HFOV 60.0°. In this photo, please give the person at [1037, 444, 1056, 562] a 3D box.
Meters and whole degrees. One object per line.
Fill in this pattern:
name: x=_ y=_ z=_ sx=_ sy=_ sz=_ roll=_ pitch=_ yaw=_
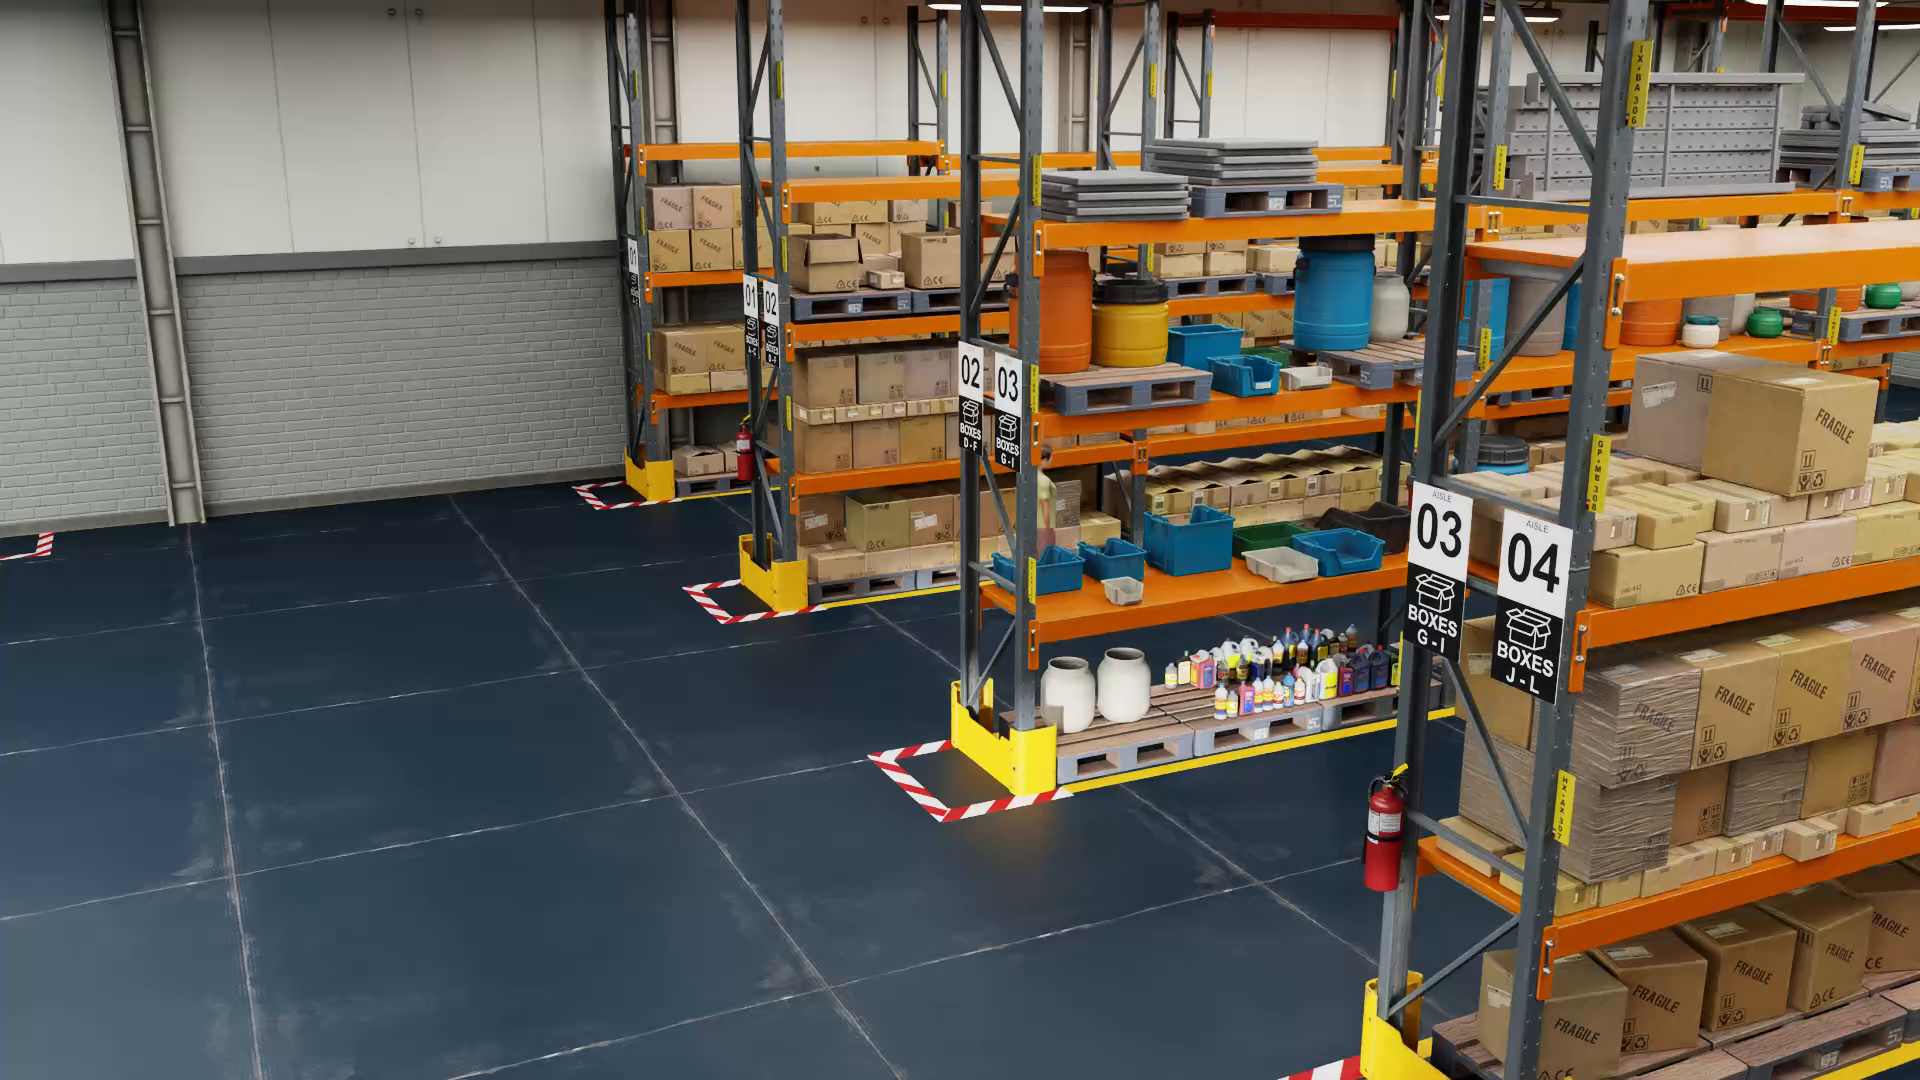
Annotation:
person: x=0.769 y=-0.119 z=16.240 sx=0.356 sy=1.668 sz=0.450 roll=-7 pitch=17 yaw=-24
